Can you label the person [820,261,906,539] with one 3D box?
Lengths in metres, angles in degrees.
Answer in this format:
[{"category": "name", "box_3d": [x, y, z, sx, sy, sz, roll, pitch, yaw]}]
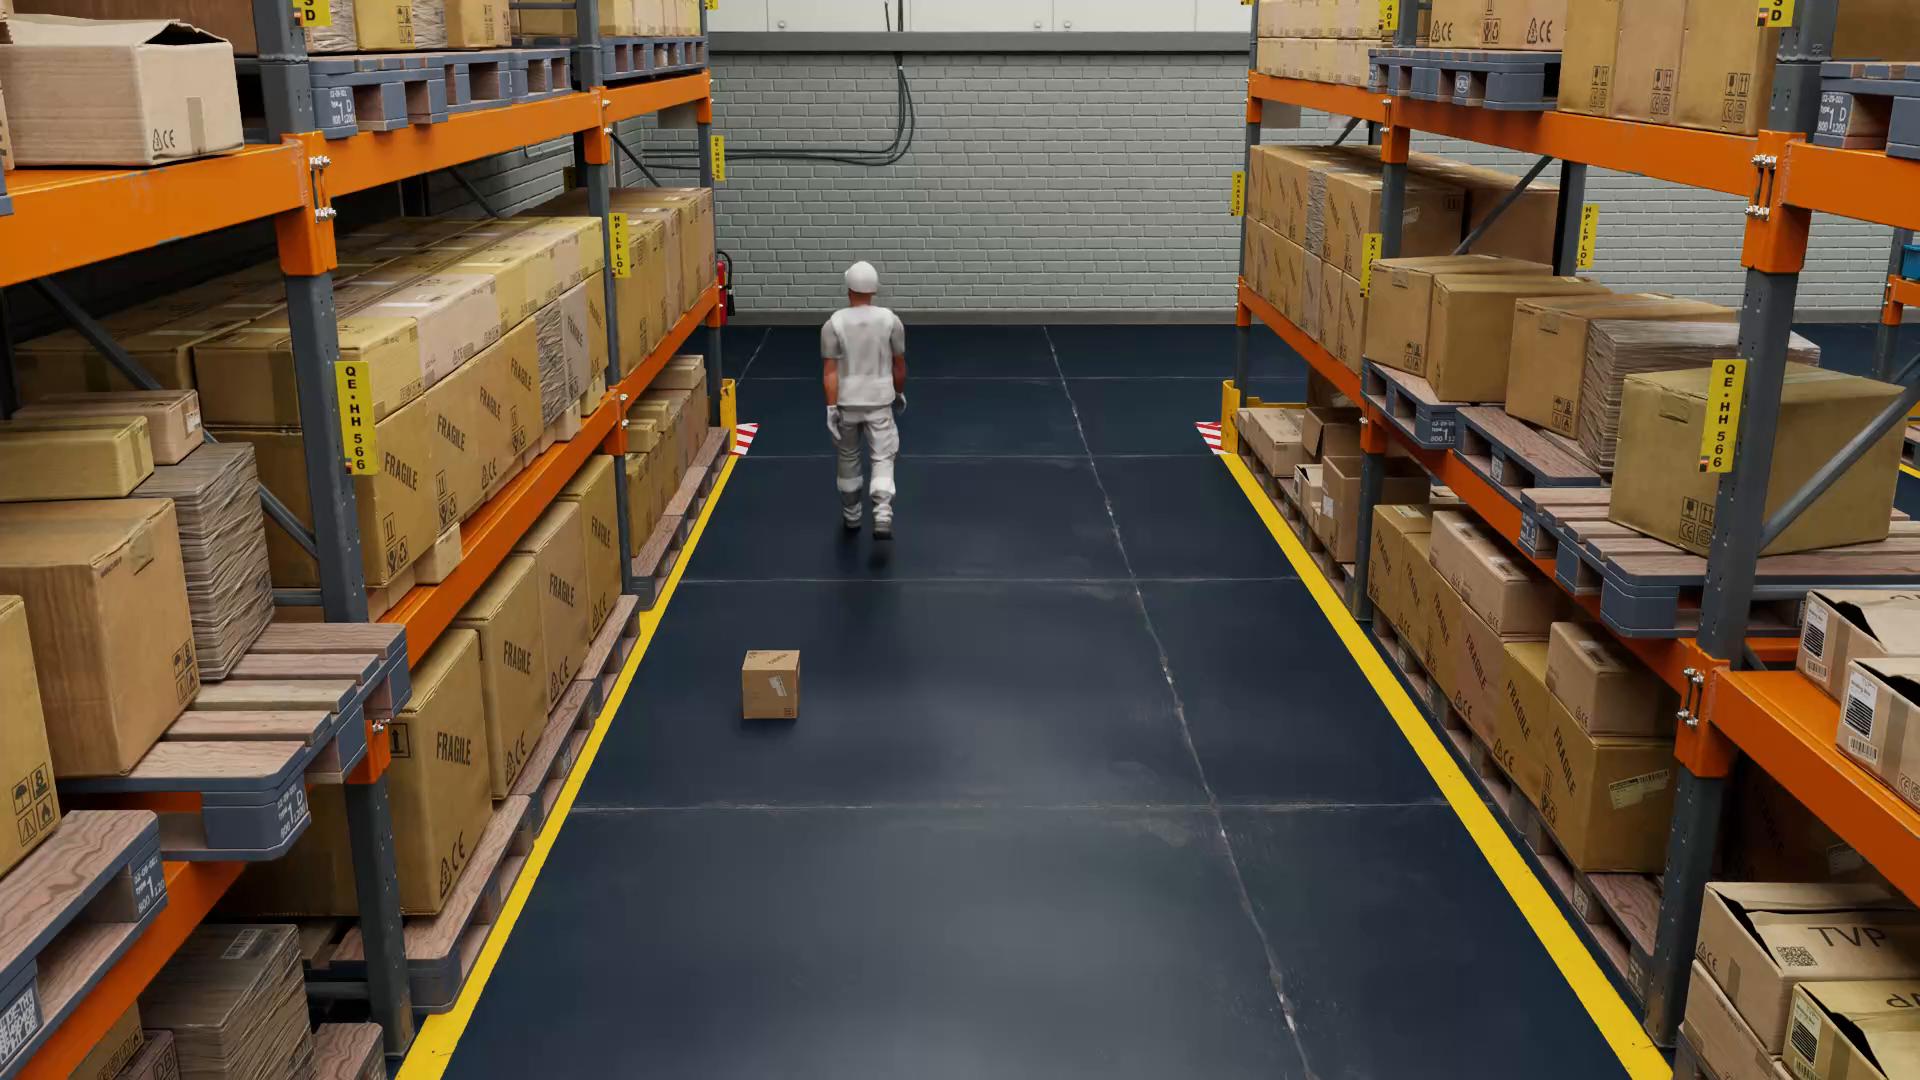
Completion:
[{"category": "person", "box_3d": [-0.590, -0.853, 10.299, 0.528, 1.748, 0.985, -1, 17, -4]}]
